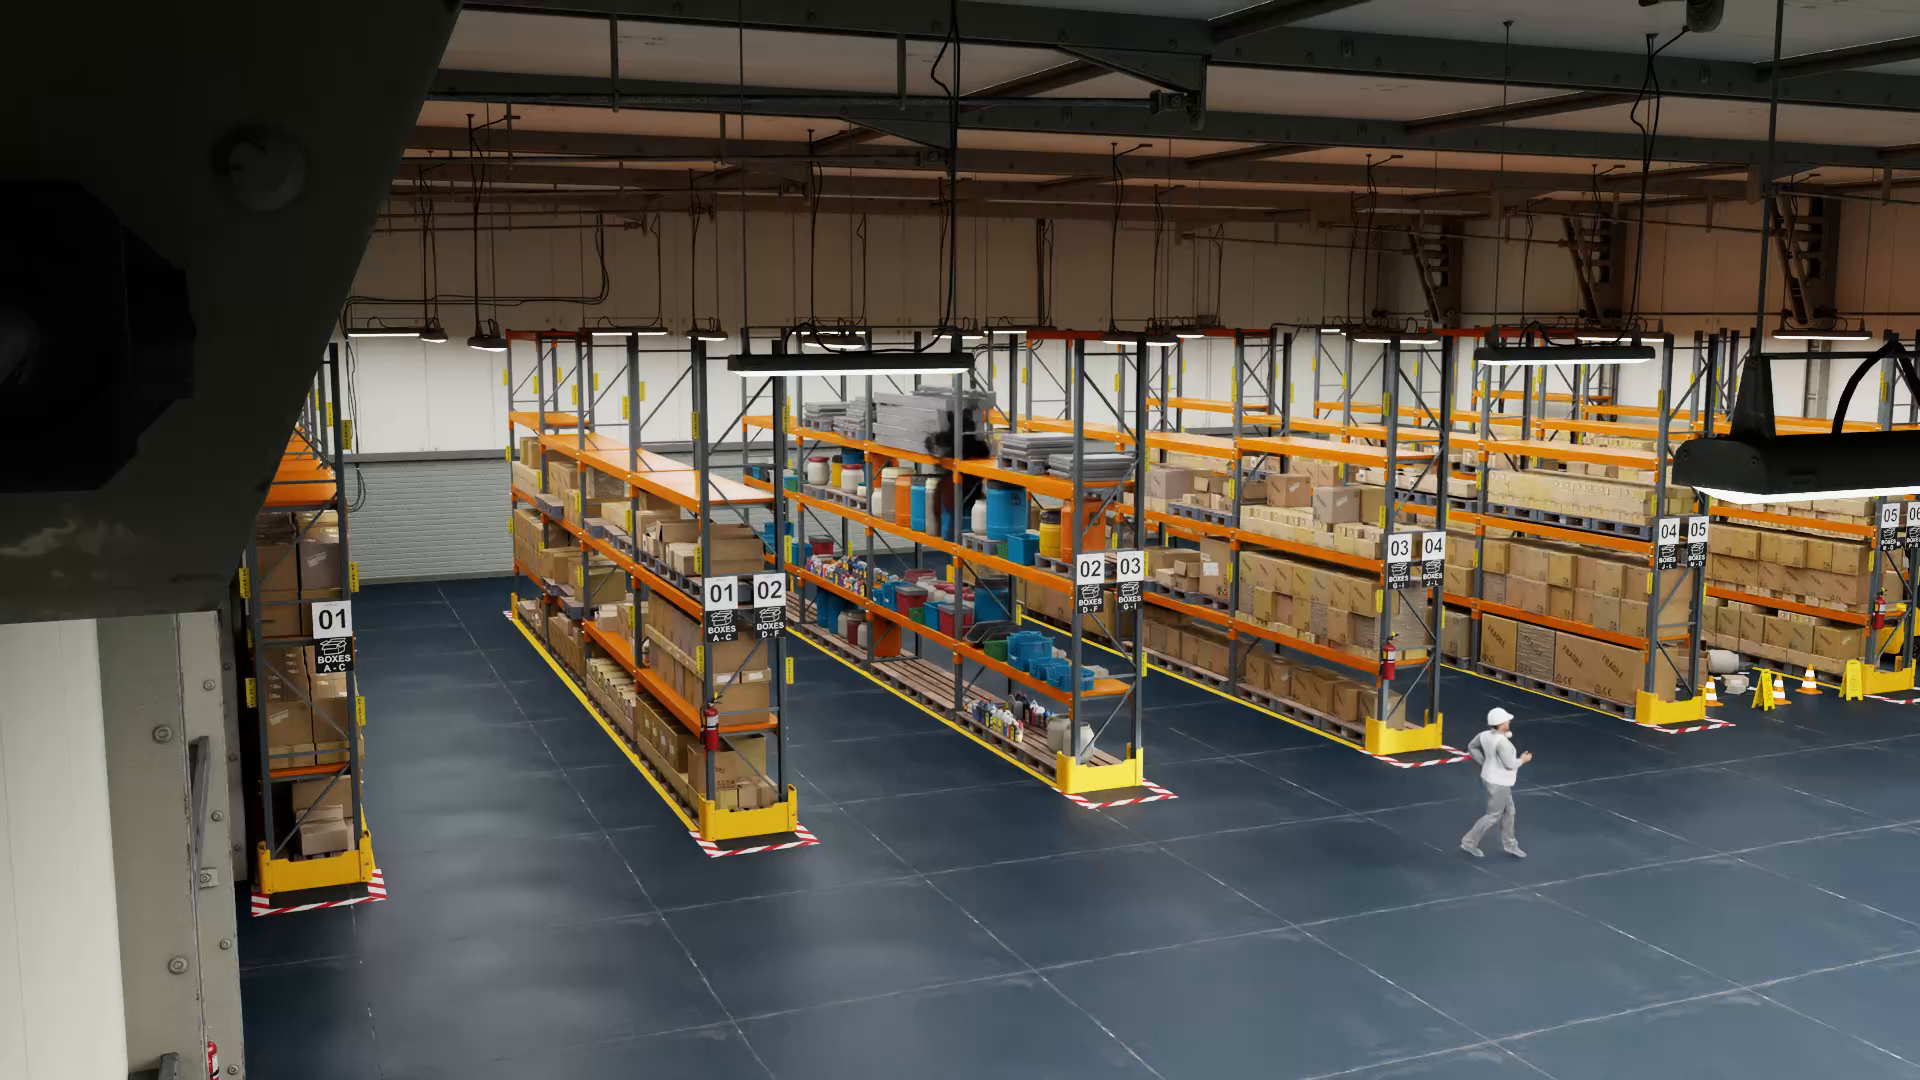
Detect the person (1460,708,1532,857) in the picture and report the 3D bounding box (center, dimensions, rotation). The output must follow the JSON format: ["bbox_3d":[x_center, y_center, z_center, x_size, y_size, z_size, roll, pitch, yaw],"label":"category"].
[{"bbox_3d":[6.220,2.831,19.251,0.836,1.812,0.647,0,8,-2],"label":"person"}]

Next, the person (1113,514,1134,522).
[{"bbox_3d":[4.047,-0.181,41.638,0.915,1.760,0.791,-3,8,-18],"label":"person"}]
